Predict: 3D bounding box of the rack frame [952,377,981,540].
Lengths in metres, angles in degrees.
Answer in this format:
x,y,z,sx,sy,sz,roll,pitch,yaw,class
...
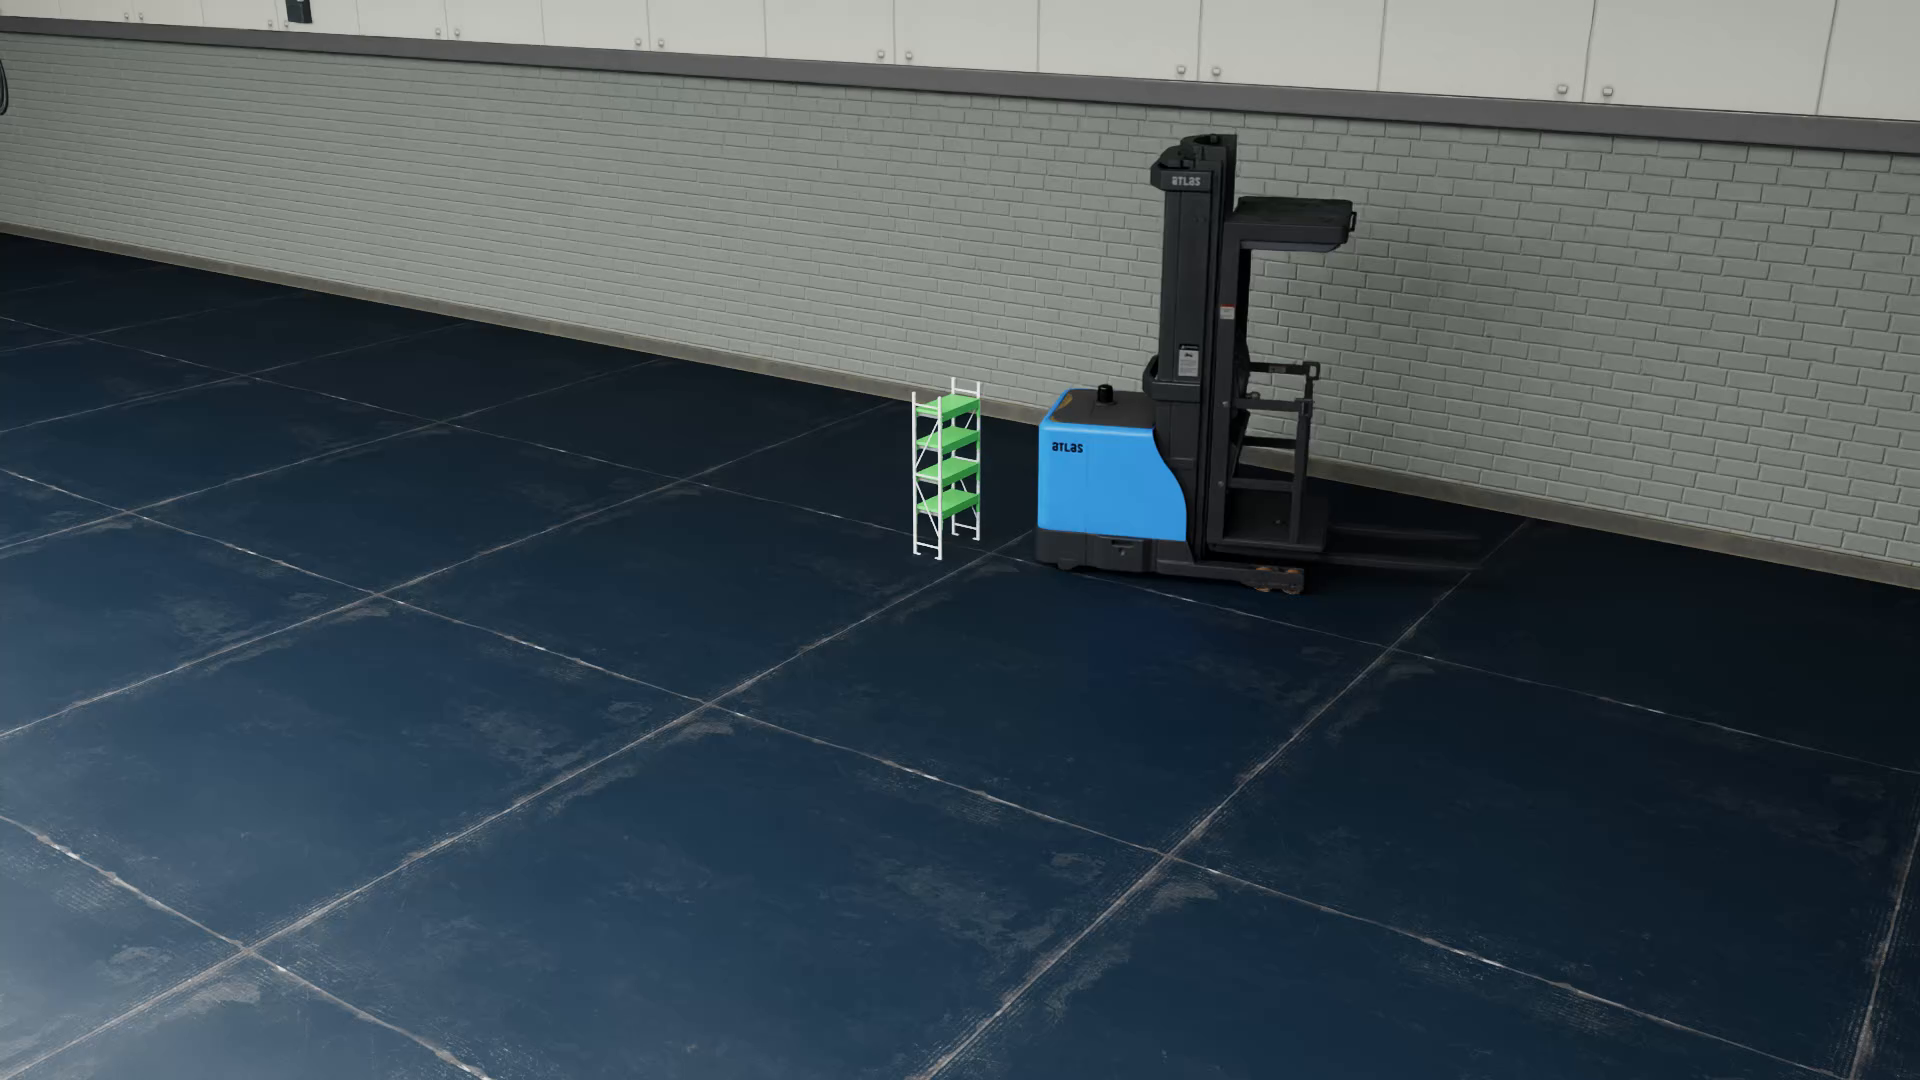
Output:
x,y,z,sx,sy,sz,roll,pitch,yaw,class
0.044,-0.585,12.118,0.240,1.200,0.015,13,24,32,rack frame

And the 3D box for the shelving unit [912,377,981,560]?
x,y,z,sx,sy,sz,roll,pitch,yaw,class
-0.093,-0.515,11.928,0.258,1.200,0.503,13,24,32,shelving unit

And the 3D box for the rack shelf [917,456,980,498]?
x,y,z,sx,sy,sz,roll,pitch,yaw,class
-0.093,-0.455,11.951,0.258,0.148,0.480,13,24,32,rack shelf

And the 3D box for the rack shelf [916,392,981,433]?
x,y,z,sx,sy,sz,roll,pitch,yaw,class
-0.093,-0.906,11.784,0.258,0.148,0.480,13,24,32,rack shelf

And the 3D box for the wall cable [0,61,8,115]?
x,y,z,sx,sy,sz,roll,pitch,yaw,class
-14.664,-7.415,23.816,3.097,2.526,0.112,13,24,32,wall cable

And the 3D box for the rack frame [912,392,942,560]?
x,y,z,sx,sy,sz,roll,pitch,yaw,class
-0.230,-0.445,11.739,0.240,1.200,0.015,13,24,32,rack frame

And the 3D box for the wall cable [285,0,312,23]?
x,y,z,sx,sy,sz,roll,pitch,yaw,class
-6.822,-8.611,17.670,2.305,6.003,0.169,13,24,32,wall cable

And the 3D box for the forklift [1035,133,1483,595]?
x,y,z,sx,sy,sz,roll,pitch,yaw,class
2.102,-1.209,11.308,3.031,2.935,1.130,5,21,13,forklift

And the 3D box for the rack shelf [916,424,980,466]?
x,y,z,sx,sy,sz,roll,pitch,yaw,class
-0.093,-0.680,11.867,0.258,0.148,0.480,13,24,32,rack shelf

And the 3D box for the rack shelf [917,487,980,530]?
x,y,z,sx,sy,sz,roll,pitch,yaw,class
-0.093,-0.230,12.034,0.258,0.148,0.480,13,24,32,rack shelf
